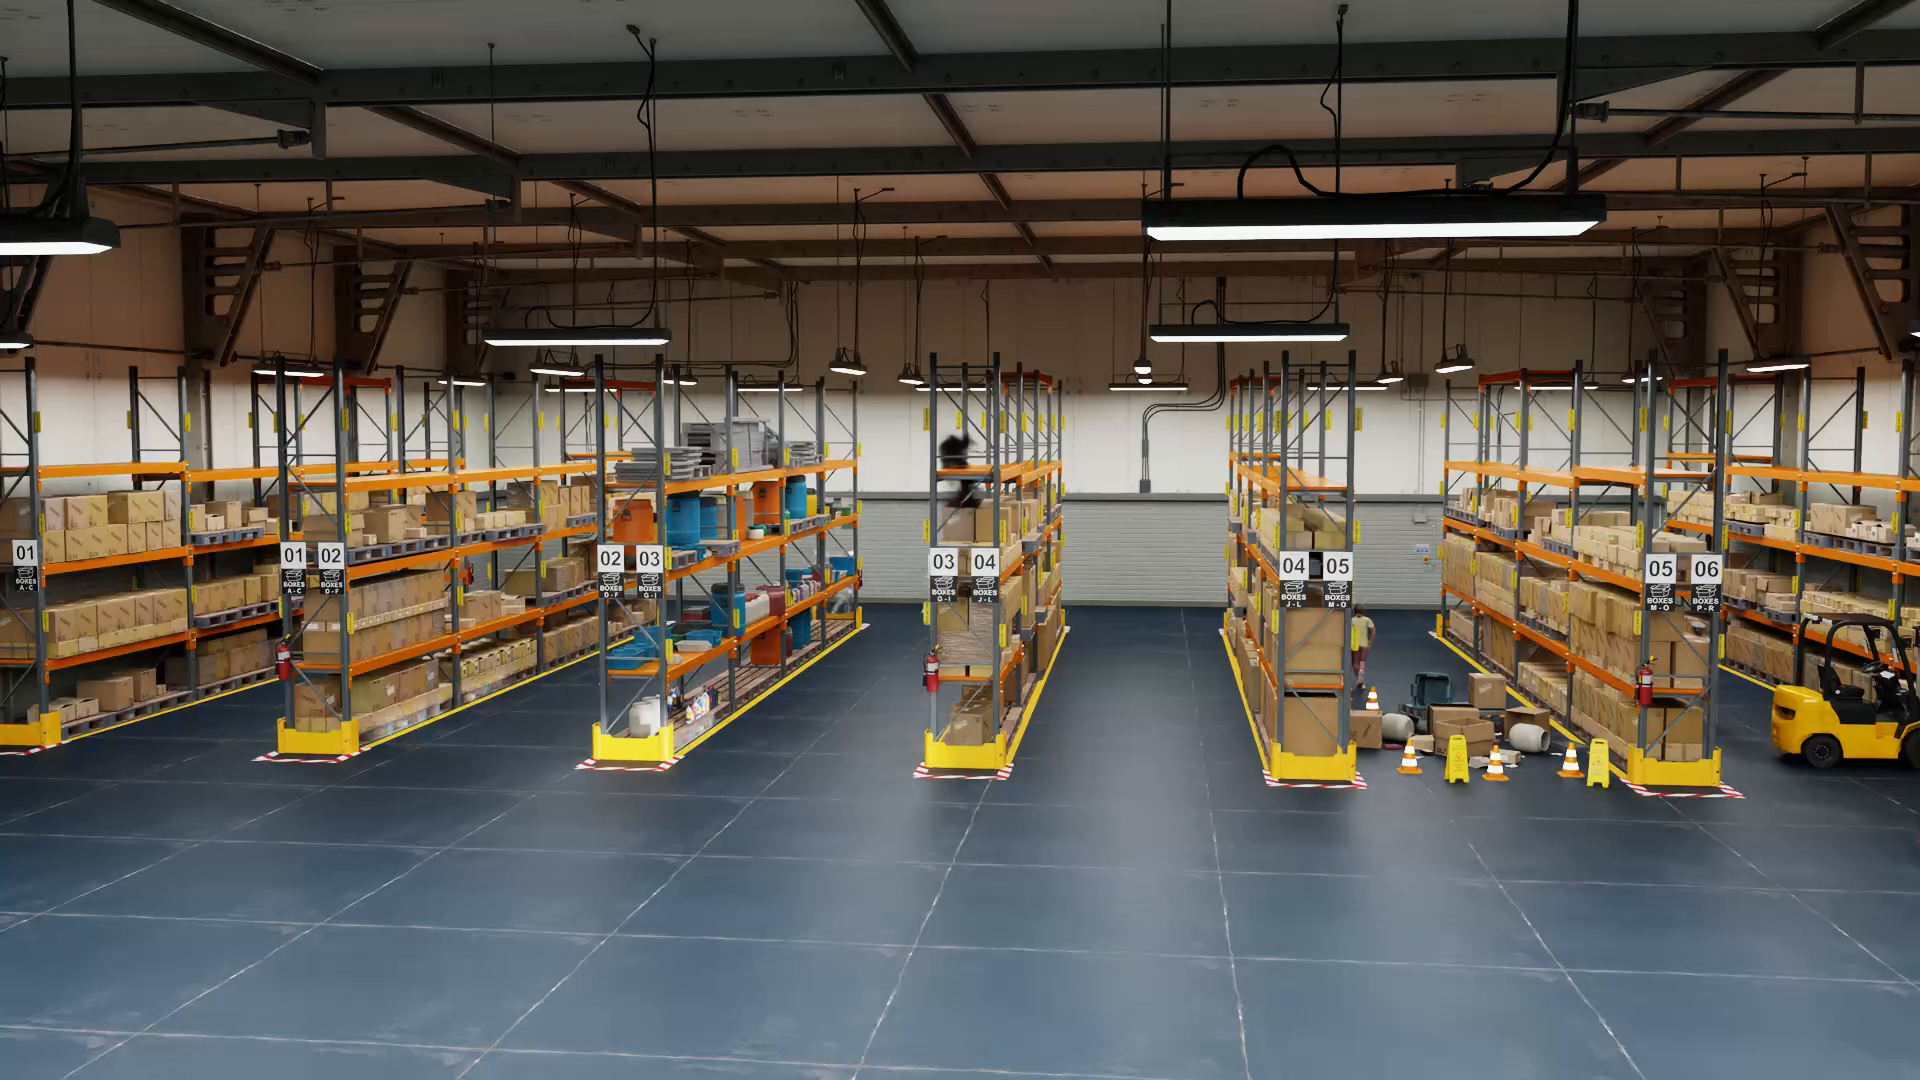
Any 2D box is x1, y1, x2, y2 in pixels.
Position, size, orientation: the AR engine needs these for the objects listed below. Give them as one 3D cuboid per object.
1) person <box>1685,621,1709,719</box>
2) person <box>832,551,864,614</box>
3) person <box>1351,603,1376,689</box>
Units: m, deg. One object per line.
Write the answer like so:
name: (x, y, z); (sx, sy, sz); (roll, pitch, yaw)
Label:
person: (12.428, 2.209, 27.952); (0.598, 1.660, 0.941); (0, 4, 0)
person: (-2.899, 1.102, 43.069); (0.784, 1.686, 0.698); (-3, 5, -38)
person: (7.505, 2.001, 31.227); (0.589, 1.603, 0.555); (0, 4, 5)
